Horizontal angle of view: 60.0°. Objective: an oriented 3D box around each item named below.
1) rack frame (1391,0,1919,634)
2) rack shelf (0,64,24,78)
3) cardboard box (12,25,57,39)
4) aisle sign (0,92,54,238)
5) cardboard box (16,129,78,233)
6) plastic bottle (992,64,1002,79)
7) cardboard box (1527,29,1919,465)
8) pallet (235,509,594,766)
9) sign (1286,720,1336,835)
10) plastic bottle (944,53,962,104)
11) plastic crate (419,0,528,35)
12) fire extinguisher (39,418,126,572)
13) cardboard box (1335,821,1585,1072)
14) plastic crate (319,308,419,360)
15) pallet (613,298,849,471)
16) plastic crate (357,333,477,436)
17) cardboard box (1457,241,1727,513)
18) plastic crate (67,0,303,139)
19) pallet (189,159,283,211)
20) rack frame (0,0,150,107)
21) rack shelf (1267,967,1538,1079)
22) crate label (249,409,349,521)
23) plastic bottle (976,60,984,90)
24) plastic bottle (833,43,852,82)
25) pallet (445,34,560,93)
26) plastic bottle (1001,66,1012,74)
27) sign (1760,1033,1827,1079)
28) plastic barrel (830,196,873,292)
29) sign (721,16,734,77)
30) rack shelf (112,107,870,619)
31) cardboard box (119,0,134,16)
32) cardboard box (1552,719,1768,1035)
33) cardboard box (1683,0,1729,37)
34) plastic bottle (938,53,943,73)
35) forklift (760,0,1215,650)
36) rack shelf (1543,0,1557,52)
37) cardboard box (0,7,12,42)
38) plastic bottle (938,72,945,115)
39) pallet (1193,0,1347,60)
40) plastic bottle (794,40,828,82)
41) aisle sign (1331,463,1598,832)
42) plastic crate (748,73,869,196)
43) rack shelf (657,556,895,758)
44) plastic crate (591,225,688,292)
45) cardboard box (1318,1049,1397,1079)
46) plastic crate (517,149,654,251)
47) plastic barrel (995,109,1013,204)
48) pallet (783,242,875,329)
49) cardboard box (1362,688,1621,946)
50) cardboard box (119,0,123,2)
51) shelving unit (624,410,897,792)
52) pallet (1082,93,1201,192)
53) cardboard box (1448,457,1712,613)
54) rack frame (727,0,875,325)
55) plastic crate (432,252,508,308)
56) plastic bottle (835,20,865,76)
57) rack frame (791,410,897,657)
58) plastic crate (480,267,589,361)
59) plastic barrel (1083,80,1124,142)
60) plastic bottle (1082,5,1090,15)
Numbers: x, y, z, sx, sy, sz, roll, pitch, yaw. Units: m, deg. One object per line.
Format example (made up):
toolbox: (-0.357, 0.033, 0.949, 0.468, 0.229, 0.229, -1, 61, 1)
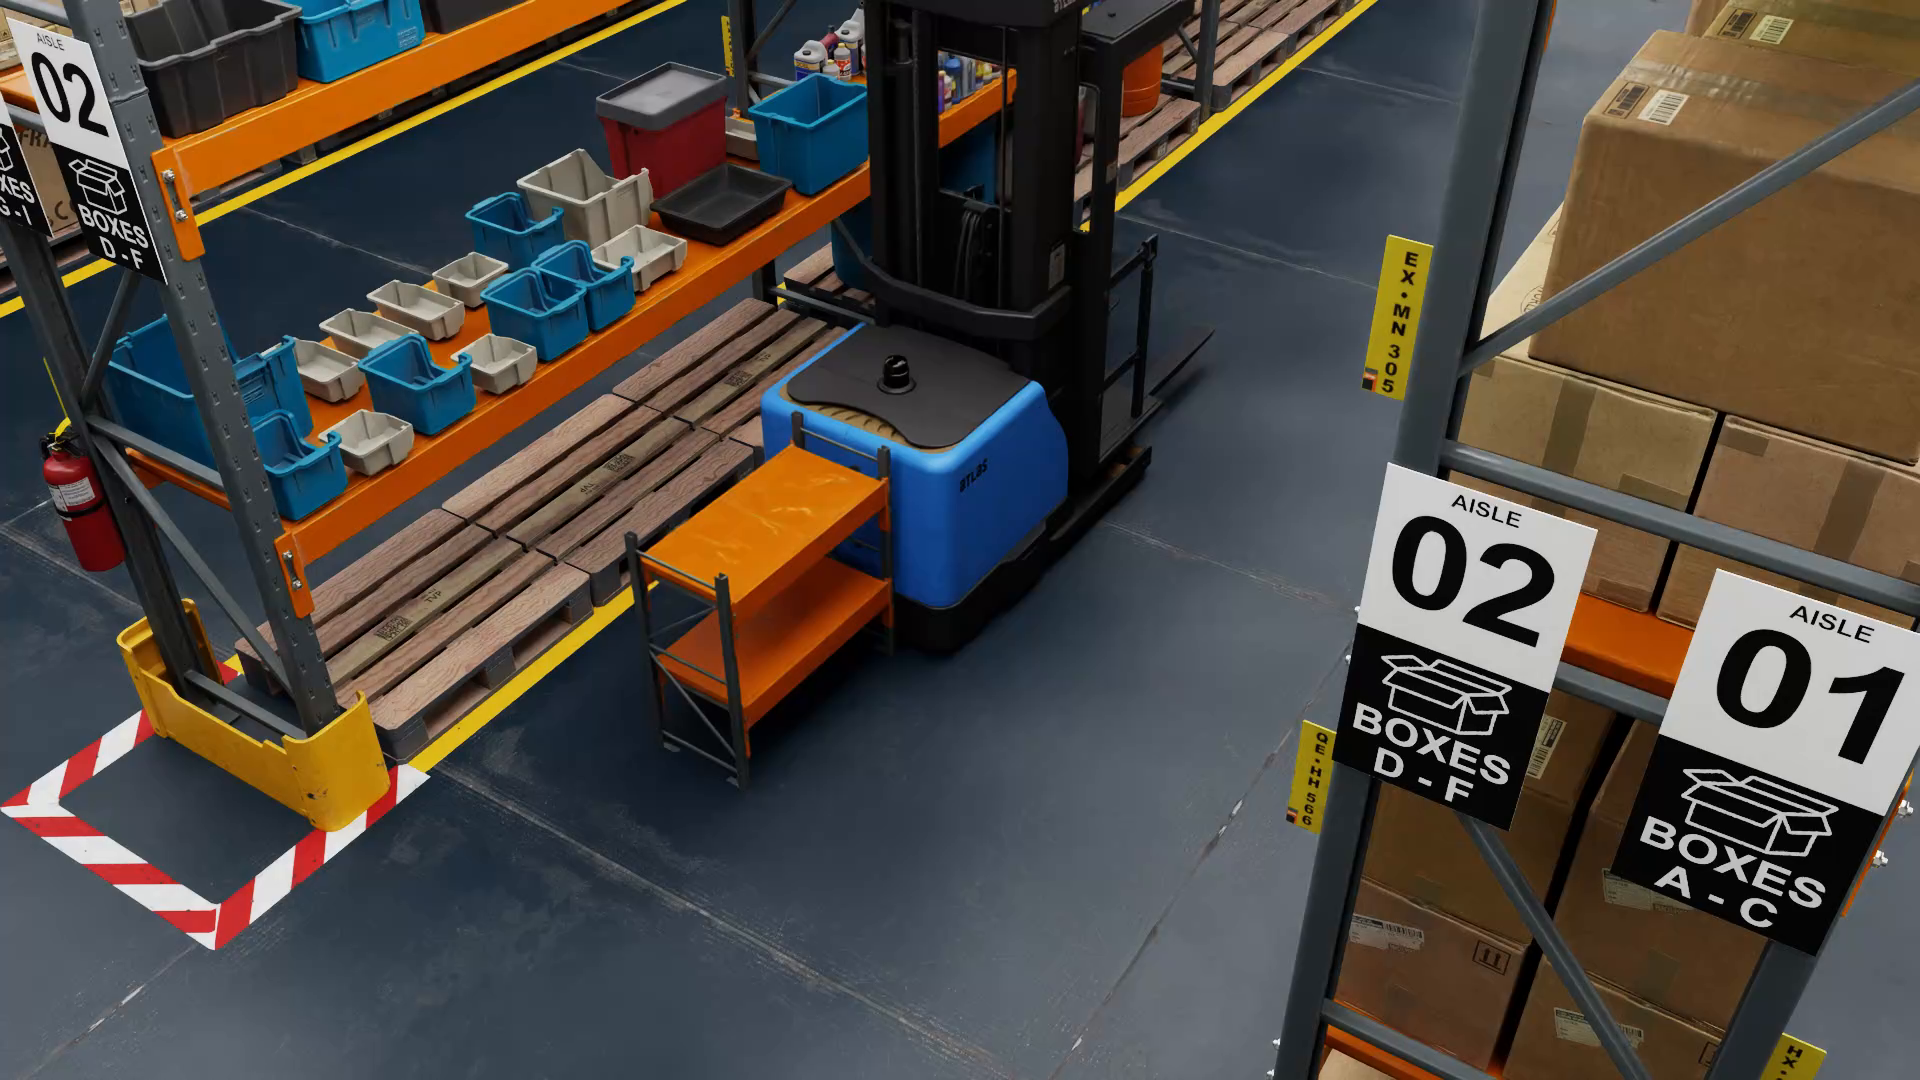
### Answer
rack frame: (1.272, -1.051, 2.182, 1.000, 3.000, 0.127, 21, 42, 25)
rack shelf: (-6.019, -2.663, 9.776, 1.077, 0.370, 4.000, 21, 42, 25)
cardboard box: (-5.523, -2.953, 9.768, 0.380, 0.149, 0.250, 20, 42, 24)
aisle sign: (-3.195, -1.385, 5.400, 0.394, 0.787, 0.004, 21, 42, 25)
cardboard box: (-5.851, -2.526, 10.405, 0.875, 0.875, 0.875, 21, 42, 25)
plastic bottle: (0.189, -2.734, 9.442, 0.097, 0.201, 0.097, 0, 38, 0)
cardboard box: (1.533, -0.568, 3.112, 0.700, 0.500, 0.500, 21, 42, 25)
pallet: (-2.434, 0.395, 7.504, 1.003, 0.211, 1.213, 21, 42, 25)
sign: (0.814, 0.550, 3.812, 0.100, 0.325, 0.005, 21, 42, 25)
plastic bottle: (-0.039, -2.542, 9.135, 0.097, 0.271, 0.097, 0, 38, 0)
plastic crate: (-1.858, -2.158, 6.126, 0.504, 0.338, 0.767, 21, 42, 25)
fire extinguisher: (-3.373, -0.189, 6.347, 0.296, 0.674, 0.183, 21, 42, 25)
cardboard box: (1.282, 0.966, 4.398, 0.500, 0.500, 0.500, 23, 43, 26)
plastic crate: (-2.457, -0.840, 6.990, 0.396, 0.136, 0.243, 21, 42, 25)
pallet: (-1.127, -0.863, 9.136, 1.003, 0.211, 1.213, 21, 42, 25)
plastic crate: (-2.146, -0.613, 6.616, 0.416, 0.233, 0.300, 21, 42, 25)
cardboard box: (1.332, -0.349, 3.443, 0.500, 0.250, 0.500, 21, 42, 25)
plastic crate: (-2.467, -1.540, 5.381, 0.497, 0.269, 0.590, 21, 42, 25)
pallet: (-5.421, -2.508, 11.270, 1.003, 0.211, 1.213, 21, 42, 25)
rack frame: (-2.909, -2.673, 4.286, 1.000, 3.000, 0.127, 21, 42, 25)
rack shelf: (2.343, 0.579, 5.571, 1.077, 0.370, 4.000, 21, 42, 25)
crate label: (-2.499, -0.274, 6.176, 0.416, 0.233, 0.303, 21, 42, 25)
plastic bottle: (0.085, -2.661, 9.290, 0.097, 0.271, 0.097, 0, 38, 0)
plastic bottle: (-0.666, -2.707, 9.407, 0.097, 0.201, 0.097, 0, 38, 0)
pallet: (-3.945, -3.929, 13.113, 1.003, 0.211, 1.213, 21, 42, 25)
plastic bottle: (0.267, -2.820, 9.486, 0.061, 0.283, 0.133, 21, 42, 25)
sign: (1.730, 1.160, 3.519, 0.100, 0.325, 0.005, 21, 42, 25)
plastic barrel: (-0.460, -1.969, 9.662, 0.600, 0.901, 0.708, 21, 42, 25)
sign: (-1.229, -2.649, 8.943, 0.100, 0.325, 0.005, 21, 42, 25)
rack shelf: (-1.837, -1.043, 7.675, 1.077, 0.370, 4.000, 21, 42, 25)
cardboard box: (-5.248, -3.218, 10.112, 0.380, 0.149, 0.250, 22, 43, 26)
cardboard box: (1.732, 0.747, 3.863, 0.500, 0.500, 0.500, 23, 43, 26)
cardboard box: (2.050, -1.091, 3.791, 0.700, 0.500, 0.500, 21, 42, 25)
plastic bottle: (-0.115, -2.614, 9.286, 0.097, 0.201, 0.097, 0, 38, 0)
forklift: (0.335, -1.534, 7.778, 1.130, 2.935, 3.031, 22, 43, 26)
rack shelf: (2.343, -1.795, 3.740, 1.077, 0.370, 4.000, 21, 42, 25)
cardboard box: (-5.786, -2.933, 9.417, 0.500, 0.250, 0.500, 20, 42, 24)
plastic bottle: (-0.138, -2.431, 8.982, 0.061, 0.283, 0.133, 21, 42, 25)
pallet: (2.479, -4.330, 13.633, 1.003, 0.211, 1.213, 21, 42, 25)
plastic bottle: (-0.828, -2.619, 9.231, 0.152, 0.276, 0.135, 21, 42, 25)
aisle sign: (0.976, 0.231, 3.304, 0.394, 0.787, 0.004, 21, 42, 25)
plastic crate: (-0.728, -2.024, 8.322, 0.392, 0.384, 0.575, 21, 42, 25)
rack shelf: (-0.789, 0.437, 7.102, 0.538, 0.278, 1.000, 23, 43, 27)
plastic crate: (-1.445, -1.282, 7.563, 0.293, 0.136, 0.466, 21, 42, 25)
cardboard box: (1.355, 1.780, 5.110, 0.500, 0.500, 0.500, 21, 42, 25)
plastic crate: (-1.739, -1.609, 7.868, 0.437, 0.282, 0.530, 21, 42, 25)
plastic barrel: (0.297, -2.442, 10.594, 0.421, 0.512, 0.421, 0, 38, 0)
pallet: (-0.317, -1.639, 10.142, 1.003, 0.211, 1.213, 21, 42, 25)
cardboard box: (1.278, 0.570, 4.092, 0.500, 0.500, 0.500, 21, 42, 25)
cardboard box: (-5.238, -3.456, 10.095, 0.500, 0.250, 0.500, 22, 43, 26)
shelving unit: (-0.789, 0.243, 6.953, 0.538, 1.125, 1.048, 23, 43, 27)
pallet: (0.990, -2.897, 11.774, 1.003, 0.211, 1.213, 21, 42, 25)
cardboard box: (1.324, -0.154, 3.599, 0.500, 0.250, 0.500, 21, 42, 25)
rack frame: (-0.766, -2.359, 8.793, 1.000, 3.000, 0.127, 21, 42, 25)
plastic crate: (-2.186, -1.151, 7.392, 0.298, 0.136, 0.250, 21, 42, 25)
plastic bottle: (-0.632, -2.807, 9.476, 0.152, 0.276, 0.135, 21, 42, 25)
rack frame: (-0.502, -0.013, 7.285, 0.500, 1.125, 0.032, 23, 43, 27)
plastic crate: (-1.793, -0.953, 7.056, 0.416, 0.233, 0.300, 21, 42, 25)
plastic barrel: (0.902, -3.024, 11.349, 0.421, 0.512, 0.421, 0, 38, 0)
plastic bottle: (0.738, -3.273, 10.074, 0.061, 0.283, 0.133, 21, 42, 25)
